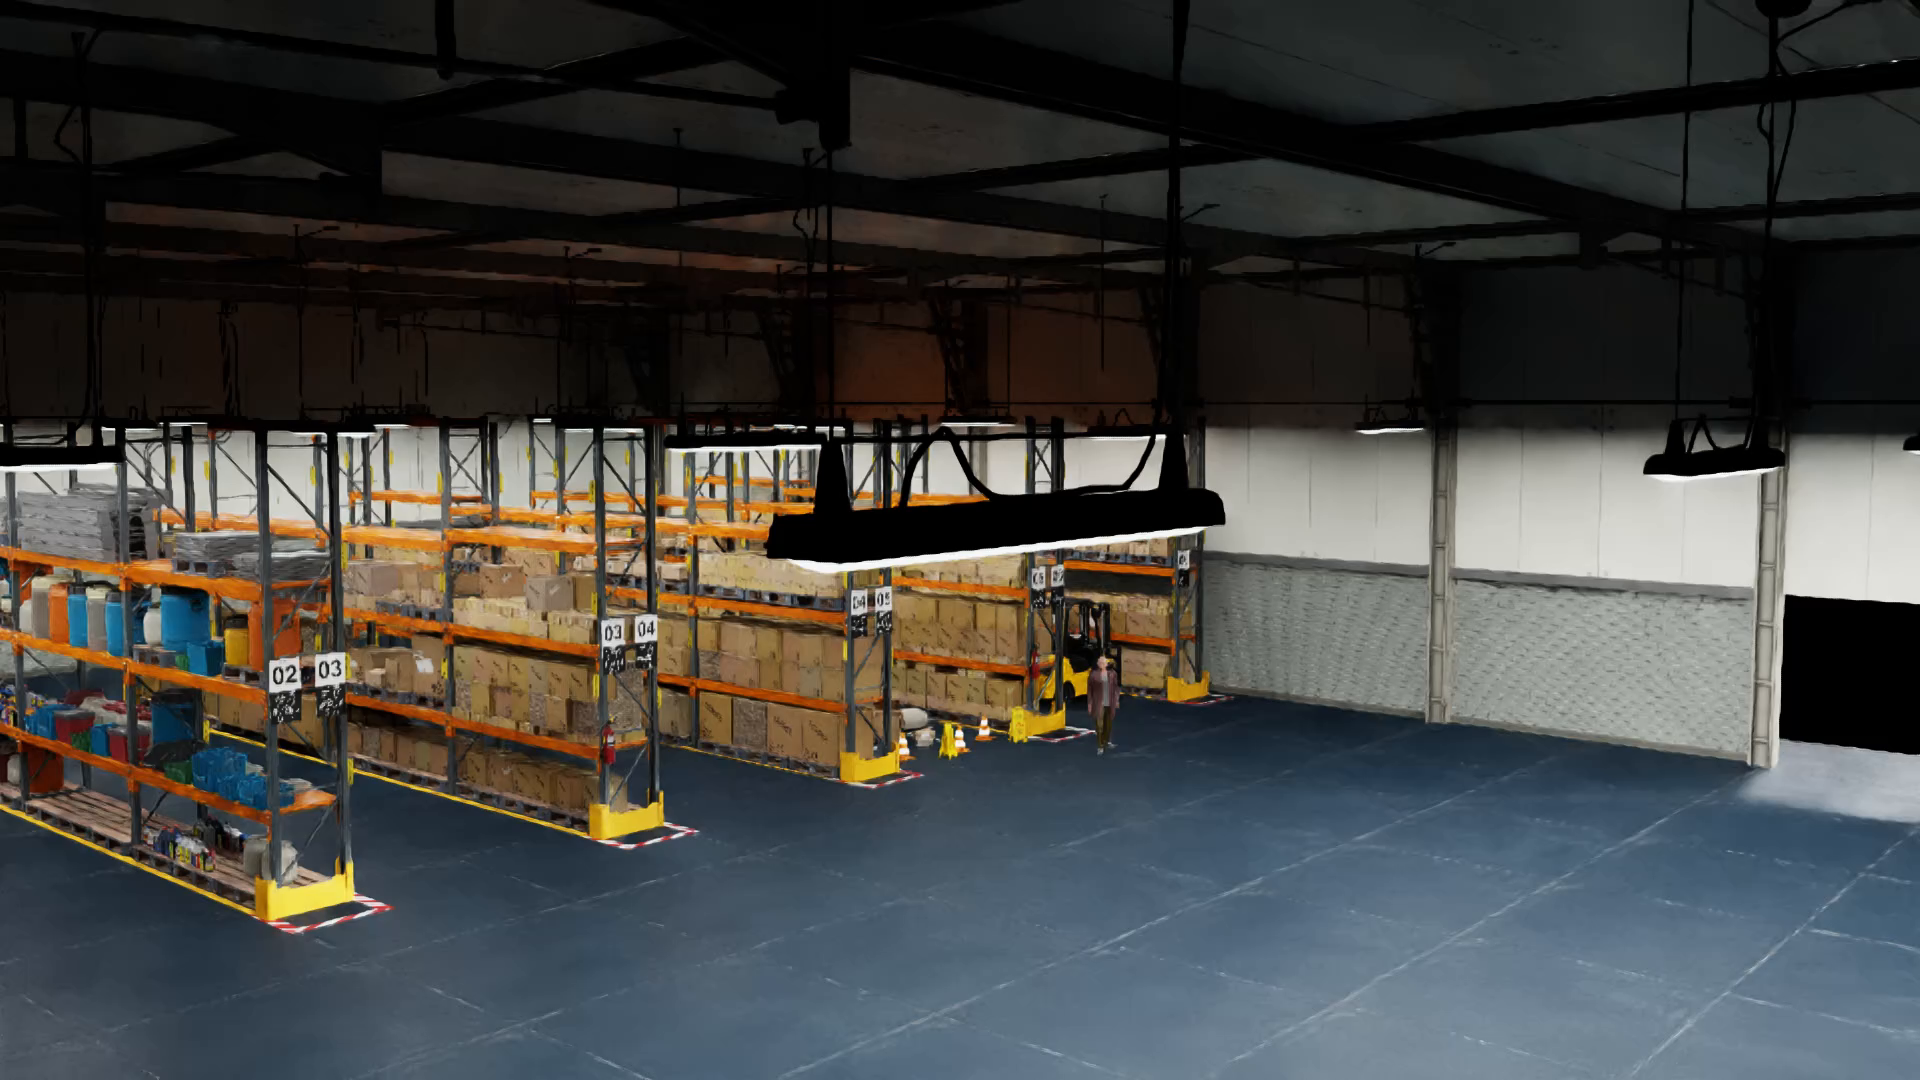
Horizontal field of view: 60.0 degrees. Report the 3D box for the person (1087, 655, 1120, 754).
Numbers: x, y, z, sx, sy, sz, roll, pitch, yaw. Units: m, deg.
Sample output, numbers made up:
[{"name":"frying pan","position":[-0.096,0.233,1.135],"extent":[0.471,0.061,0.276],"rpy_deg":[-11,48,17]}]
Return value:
[{"name":"person","position":[2.591,2.953,30.115],"extent":[0.608,1.770,0.635],"rpy_deg":[-1,5,-13]}]
